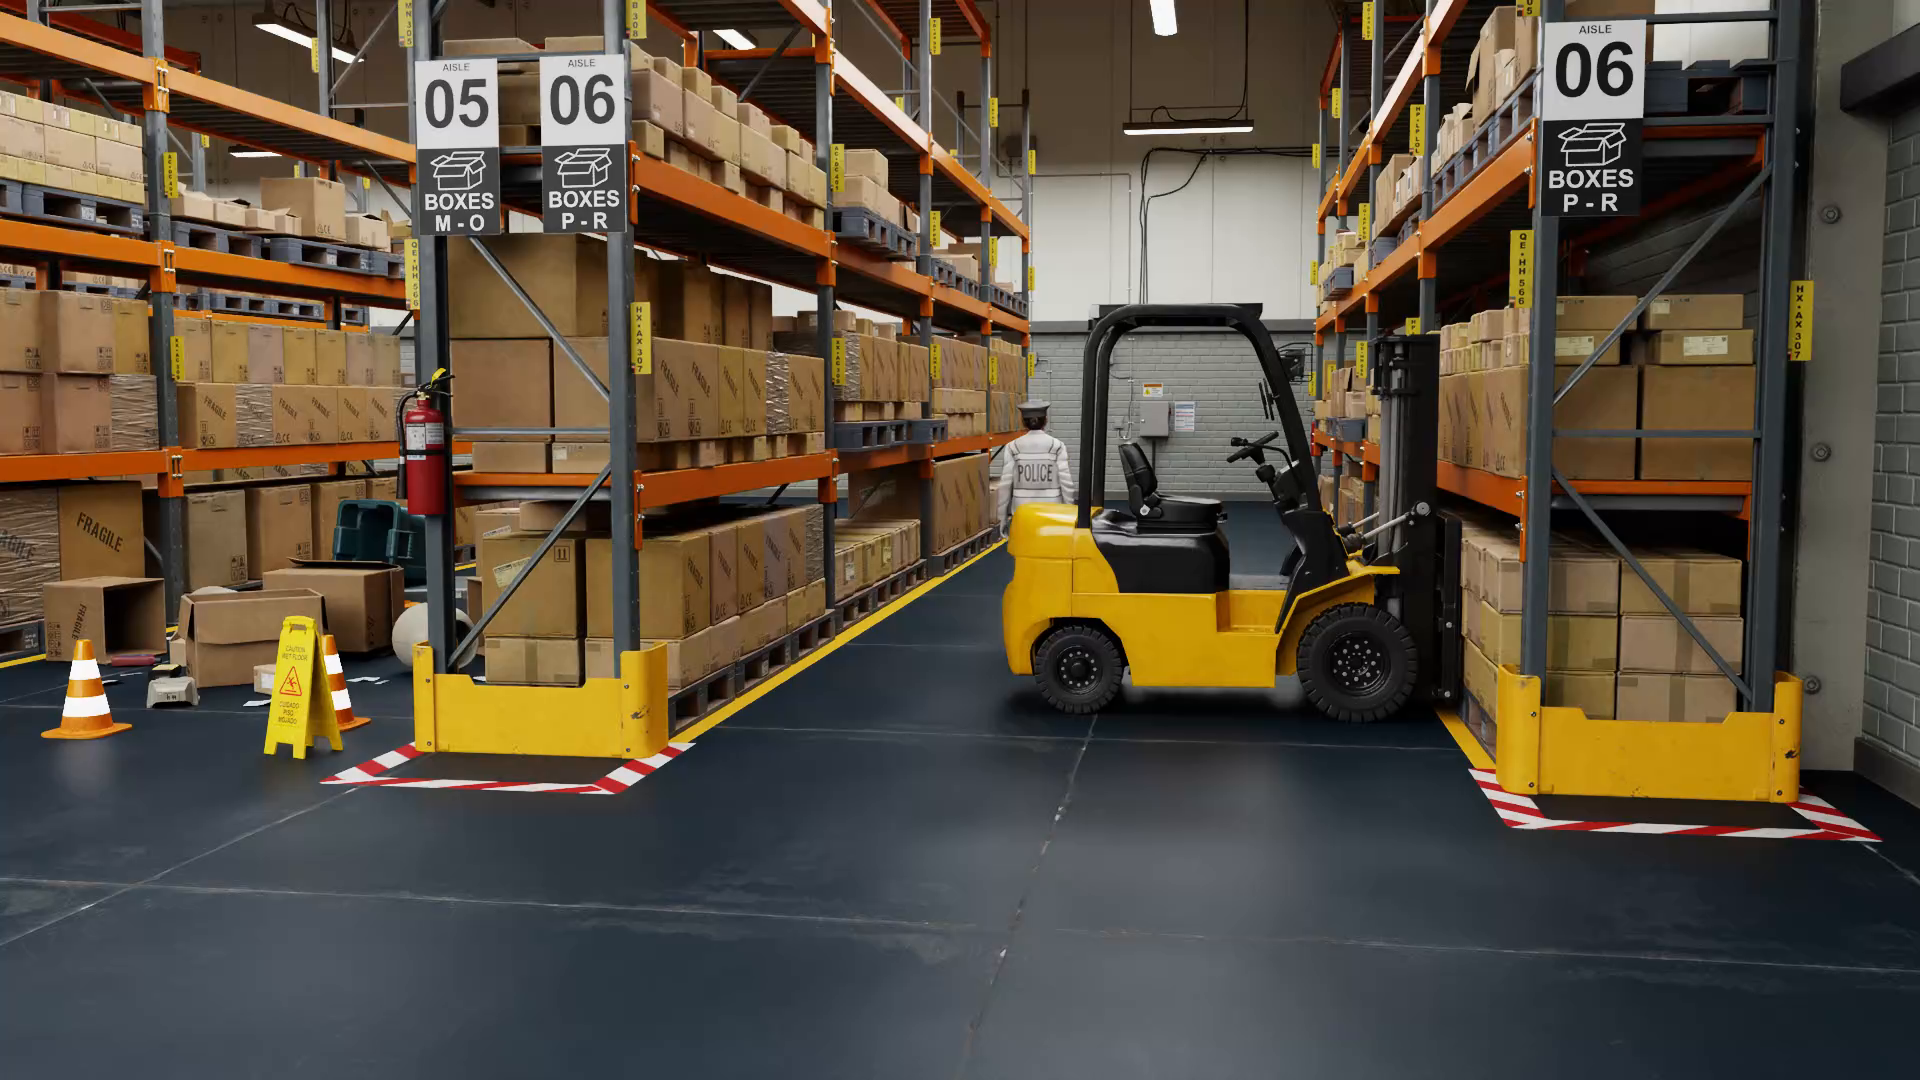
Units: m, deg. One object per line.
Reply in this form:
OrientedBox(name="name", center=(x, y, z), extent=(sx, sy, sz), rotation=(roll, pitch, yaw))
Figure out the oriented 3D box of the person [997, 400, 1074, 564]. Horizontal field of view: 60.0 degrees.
OrientedBox(name="person", center=(0.533, -0.136, 11.554), extent=(0.547, 1.667, 0.408), rotation=(0, 5, 6))
